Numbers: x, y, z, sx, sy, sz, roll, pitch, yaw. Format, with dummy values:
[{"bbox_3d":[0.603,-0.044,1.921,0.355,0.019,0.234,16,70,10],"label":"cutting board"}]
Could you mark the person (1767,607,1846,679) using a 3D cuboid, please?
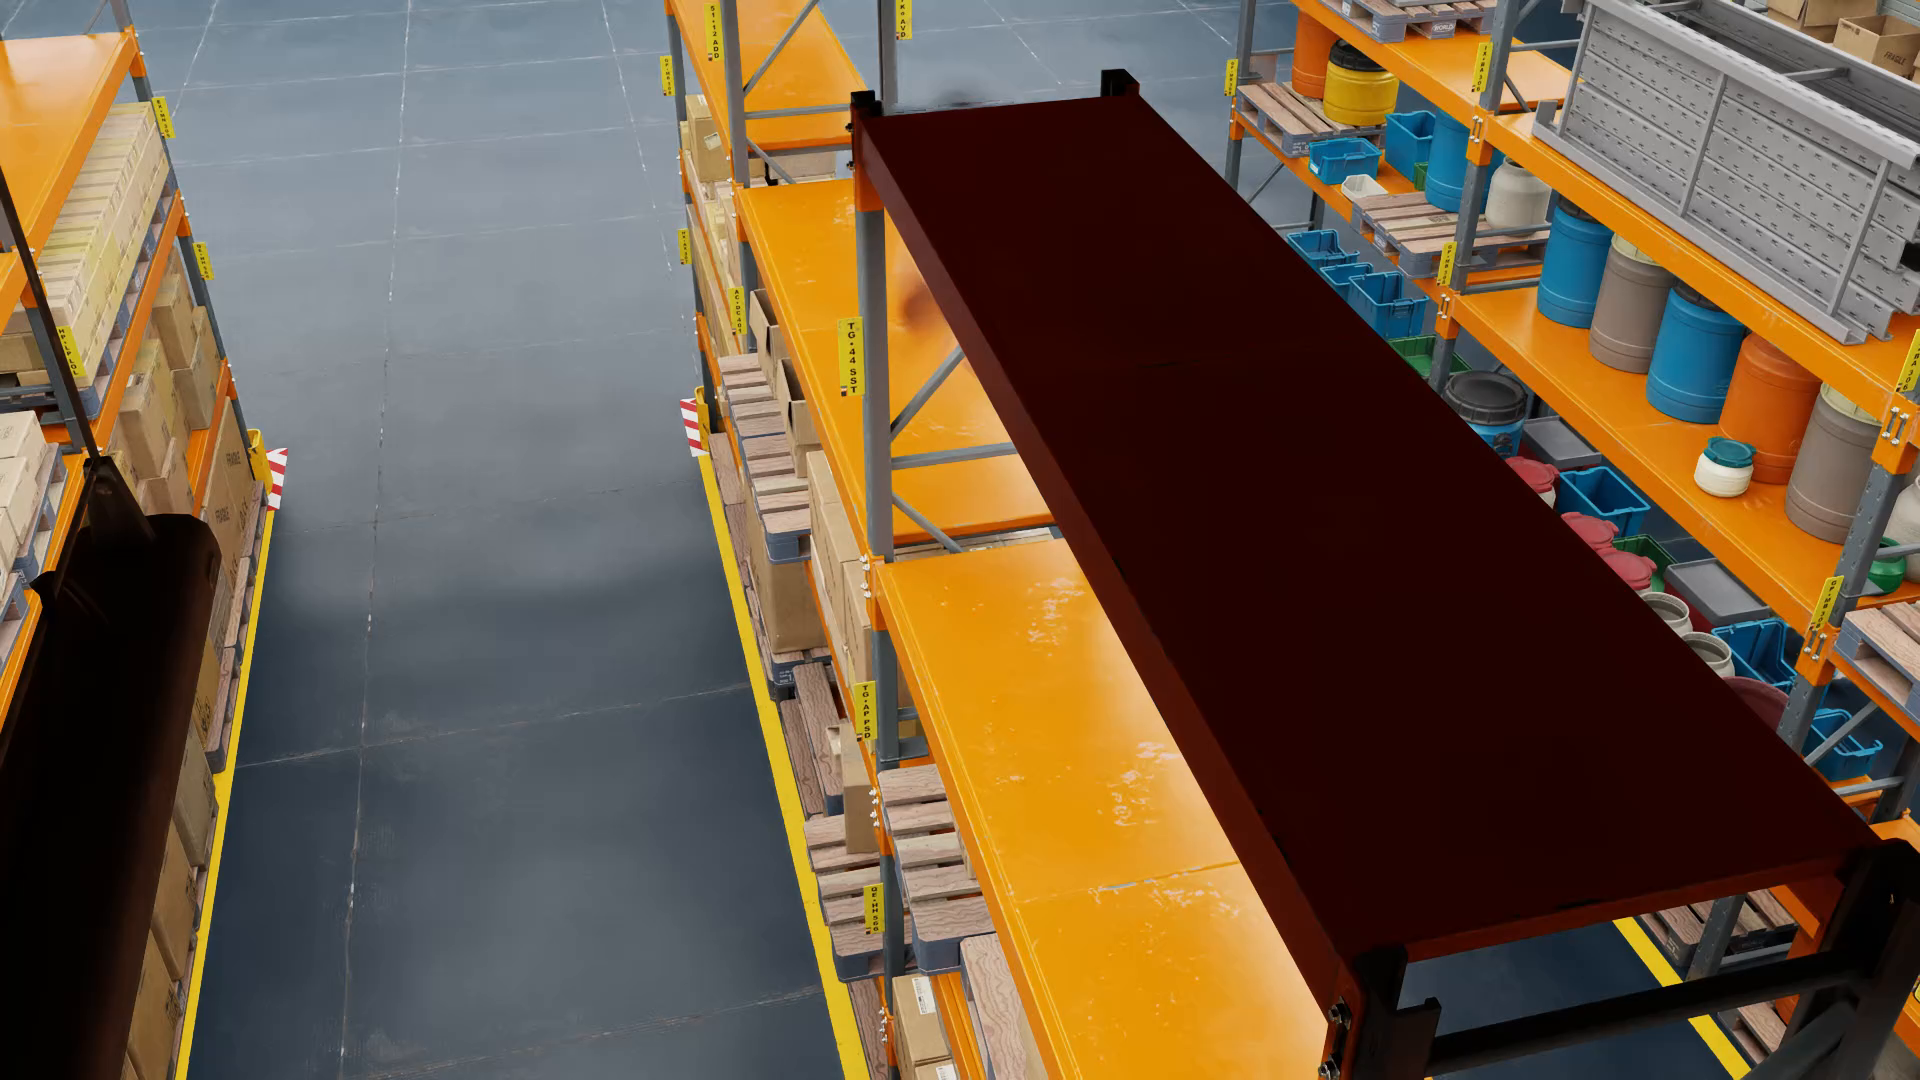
[{"bbox_3d":[6.402,0.166,12.347,0.723,1.777,0.994,-17,38,-23],"label":"person"}]
